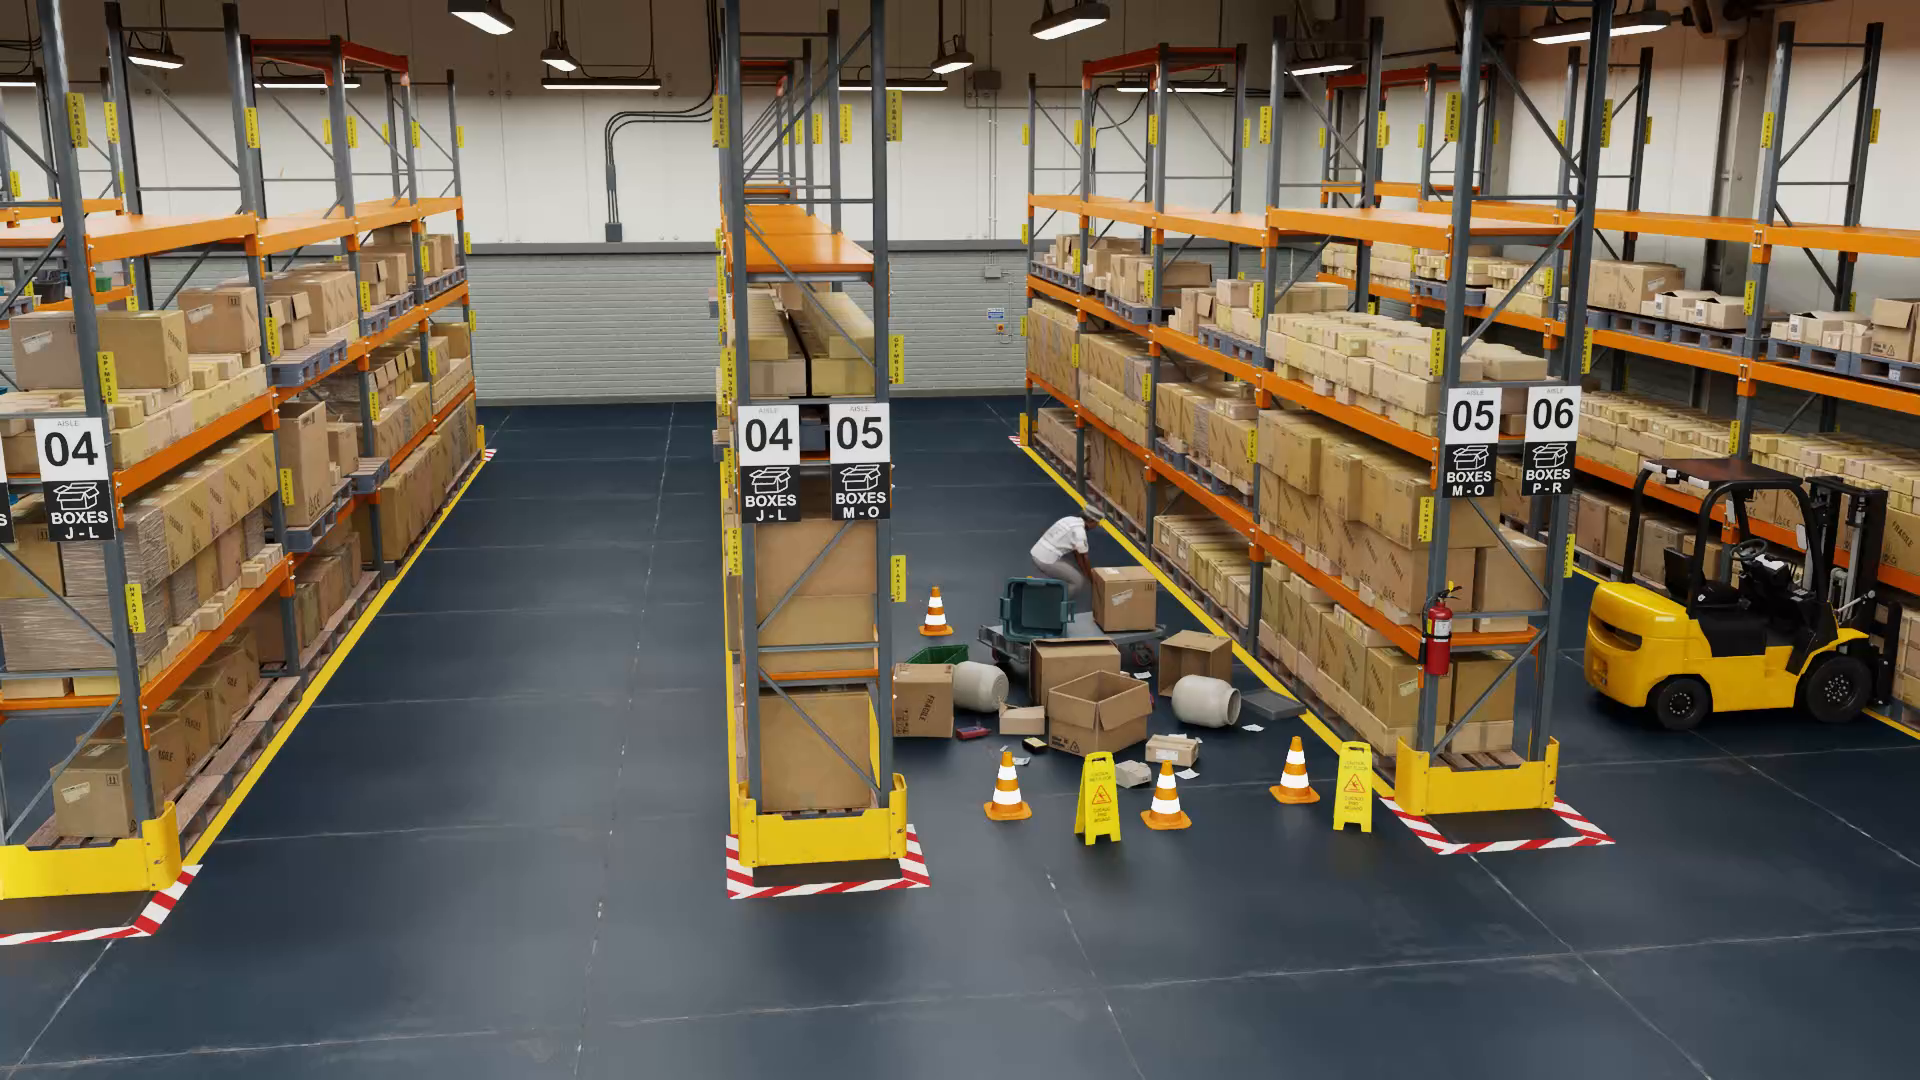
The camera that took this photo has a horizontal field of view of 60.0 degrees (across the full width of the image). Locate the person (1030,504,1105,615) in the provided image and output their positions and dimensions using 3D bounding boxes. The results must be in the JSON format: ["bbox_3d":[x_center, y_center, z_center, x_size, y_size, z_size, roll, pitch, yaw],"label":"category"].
[{"bbox_3d":[1.144,0.216,17.660,0.804,1.170,0.499,-2,13,-8],"label":"person"}]
